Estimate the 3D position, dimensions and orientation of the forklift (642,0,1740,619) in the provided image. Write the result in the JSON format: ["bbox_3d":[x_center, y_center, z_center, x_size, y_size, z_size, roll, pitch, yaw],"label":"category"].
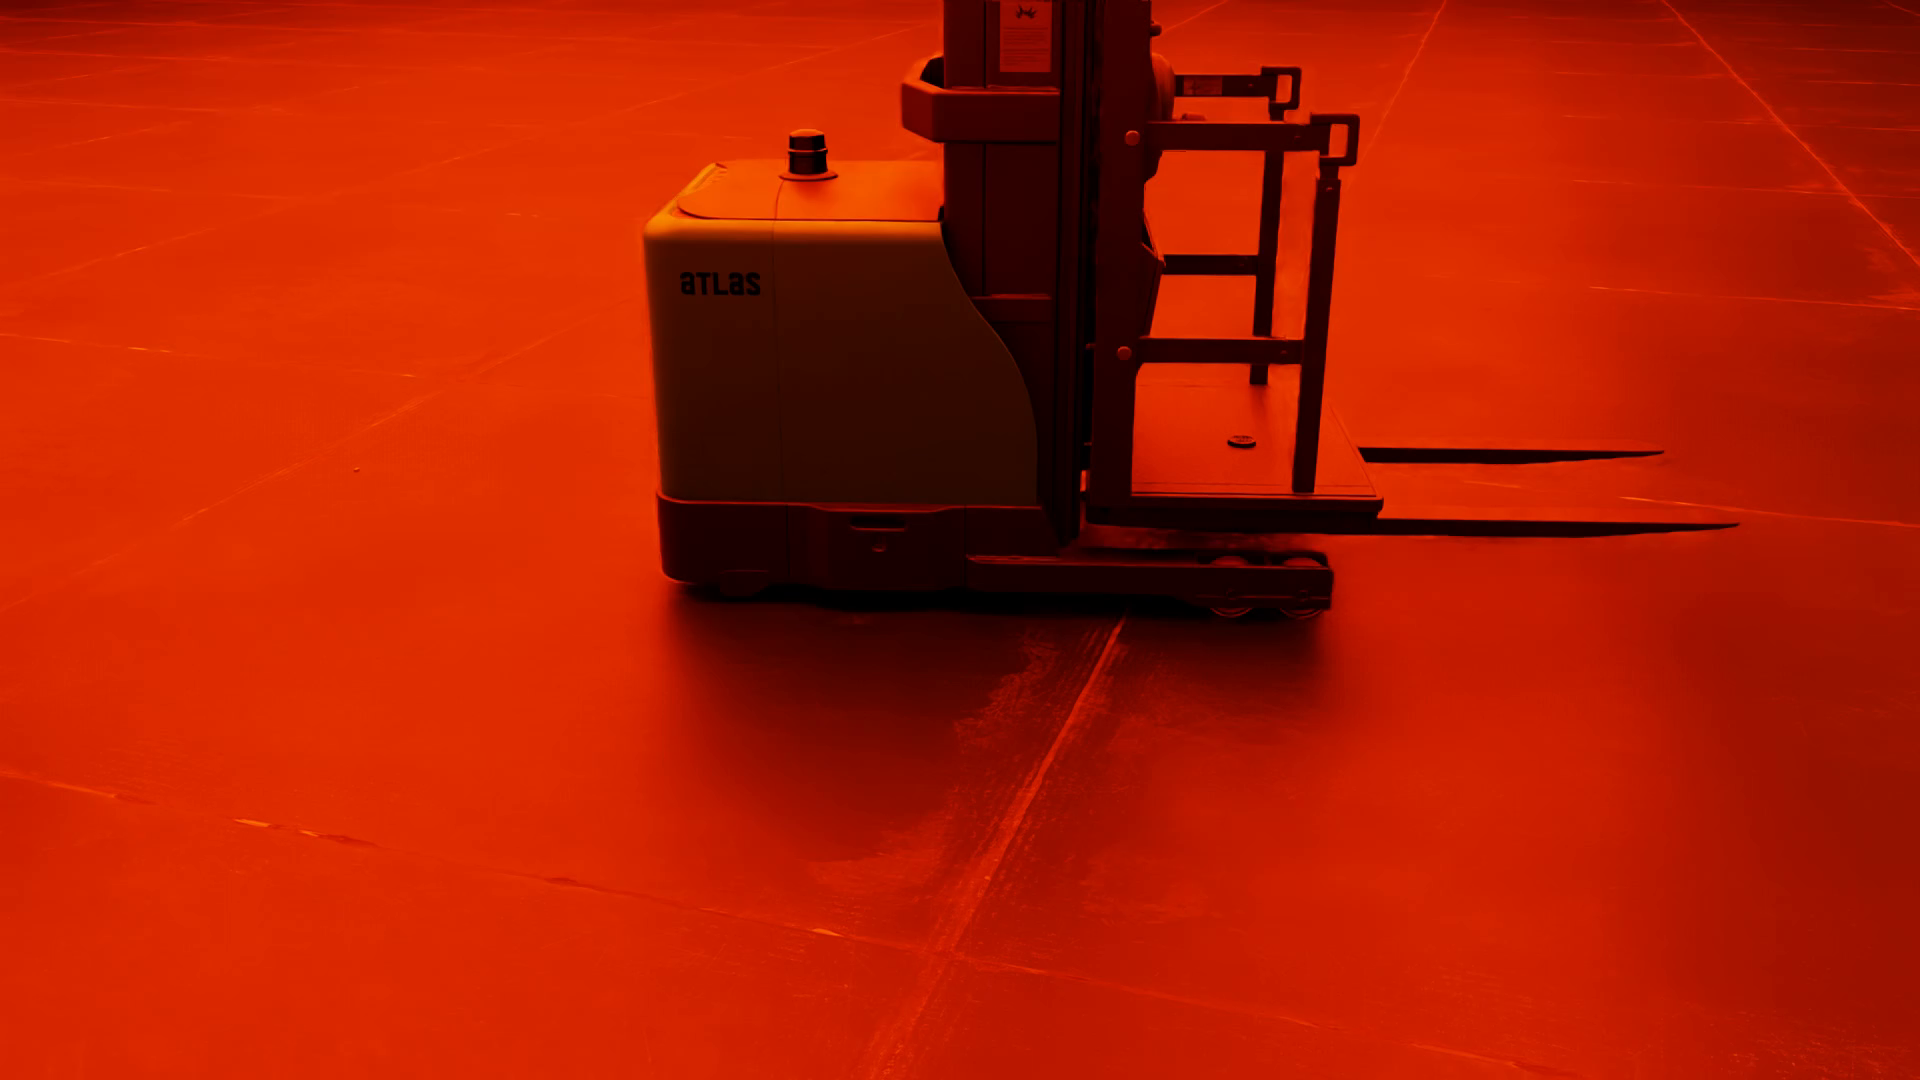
[{"bbox_3d":[0.683,-1.346,4.540,3.031,2.935,1.130,1,22,2],"label":"forklift"}]
